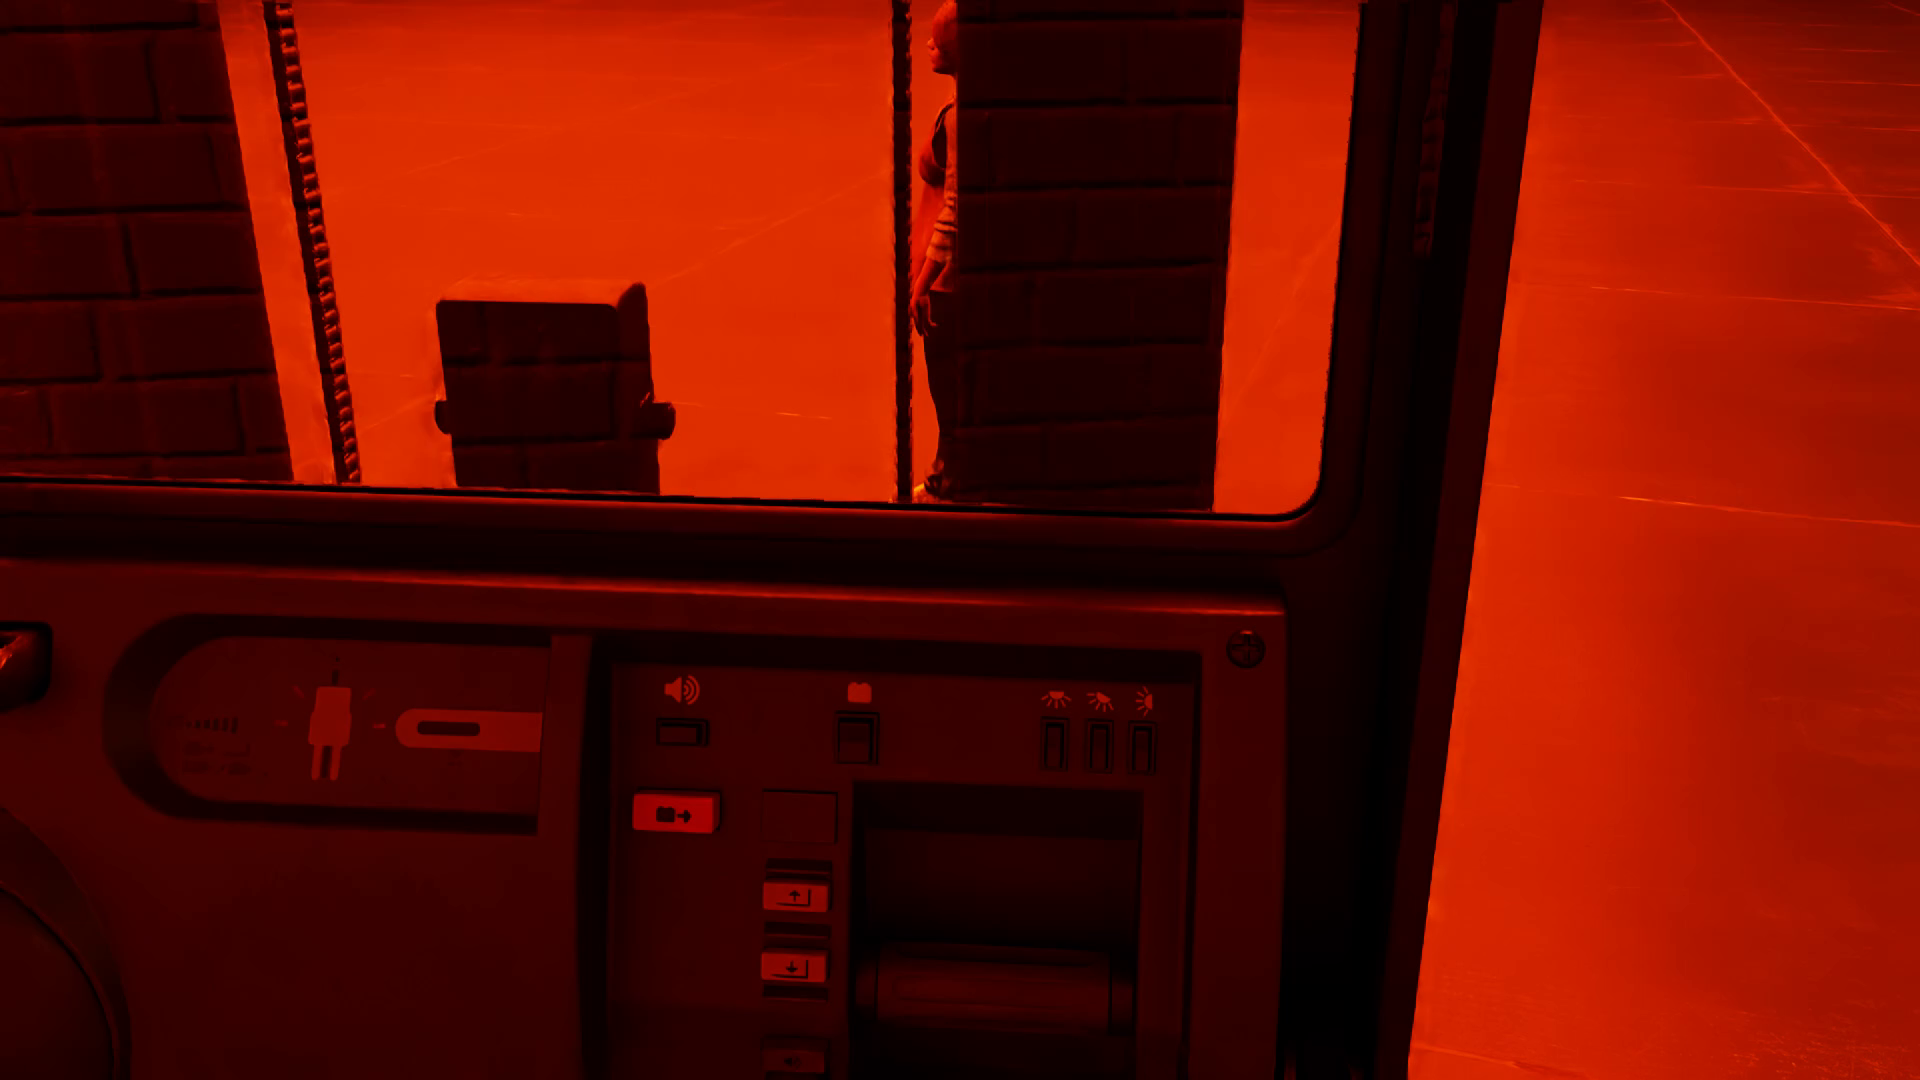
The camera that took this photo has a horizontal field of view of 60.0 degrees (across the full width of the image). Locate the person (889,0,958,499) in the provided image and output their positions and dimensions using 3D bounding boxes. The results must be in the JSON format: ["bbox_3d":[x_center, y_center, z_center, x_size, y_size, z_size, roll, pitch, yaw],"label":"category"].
[{"bbox_3d":[-0.067,-0.759,4.846,0.473,1.599,0.520,7,23,16],"label":"person"}]
